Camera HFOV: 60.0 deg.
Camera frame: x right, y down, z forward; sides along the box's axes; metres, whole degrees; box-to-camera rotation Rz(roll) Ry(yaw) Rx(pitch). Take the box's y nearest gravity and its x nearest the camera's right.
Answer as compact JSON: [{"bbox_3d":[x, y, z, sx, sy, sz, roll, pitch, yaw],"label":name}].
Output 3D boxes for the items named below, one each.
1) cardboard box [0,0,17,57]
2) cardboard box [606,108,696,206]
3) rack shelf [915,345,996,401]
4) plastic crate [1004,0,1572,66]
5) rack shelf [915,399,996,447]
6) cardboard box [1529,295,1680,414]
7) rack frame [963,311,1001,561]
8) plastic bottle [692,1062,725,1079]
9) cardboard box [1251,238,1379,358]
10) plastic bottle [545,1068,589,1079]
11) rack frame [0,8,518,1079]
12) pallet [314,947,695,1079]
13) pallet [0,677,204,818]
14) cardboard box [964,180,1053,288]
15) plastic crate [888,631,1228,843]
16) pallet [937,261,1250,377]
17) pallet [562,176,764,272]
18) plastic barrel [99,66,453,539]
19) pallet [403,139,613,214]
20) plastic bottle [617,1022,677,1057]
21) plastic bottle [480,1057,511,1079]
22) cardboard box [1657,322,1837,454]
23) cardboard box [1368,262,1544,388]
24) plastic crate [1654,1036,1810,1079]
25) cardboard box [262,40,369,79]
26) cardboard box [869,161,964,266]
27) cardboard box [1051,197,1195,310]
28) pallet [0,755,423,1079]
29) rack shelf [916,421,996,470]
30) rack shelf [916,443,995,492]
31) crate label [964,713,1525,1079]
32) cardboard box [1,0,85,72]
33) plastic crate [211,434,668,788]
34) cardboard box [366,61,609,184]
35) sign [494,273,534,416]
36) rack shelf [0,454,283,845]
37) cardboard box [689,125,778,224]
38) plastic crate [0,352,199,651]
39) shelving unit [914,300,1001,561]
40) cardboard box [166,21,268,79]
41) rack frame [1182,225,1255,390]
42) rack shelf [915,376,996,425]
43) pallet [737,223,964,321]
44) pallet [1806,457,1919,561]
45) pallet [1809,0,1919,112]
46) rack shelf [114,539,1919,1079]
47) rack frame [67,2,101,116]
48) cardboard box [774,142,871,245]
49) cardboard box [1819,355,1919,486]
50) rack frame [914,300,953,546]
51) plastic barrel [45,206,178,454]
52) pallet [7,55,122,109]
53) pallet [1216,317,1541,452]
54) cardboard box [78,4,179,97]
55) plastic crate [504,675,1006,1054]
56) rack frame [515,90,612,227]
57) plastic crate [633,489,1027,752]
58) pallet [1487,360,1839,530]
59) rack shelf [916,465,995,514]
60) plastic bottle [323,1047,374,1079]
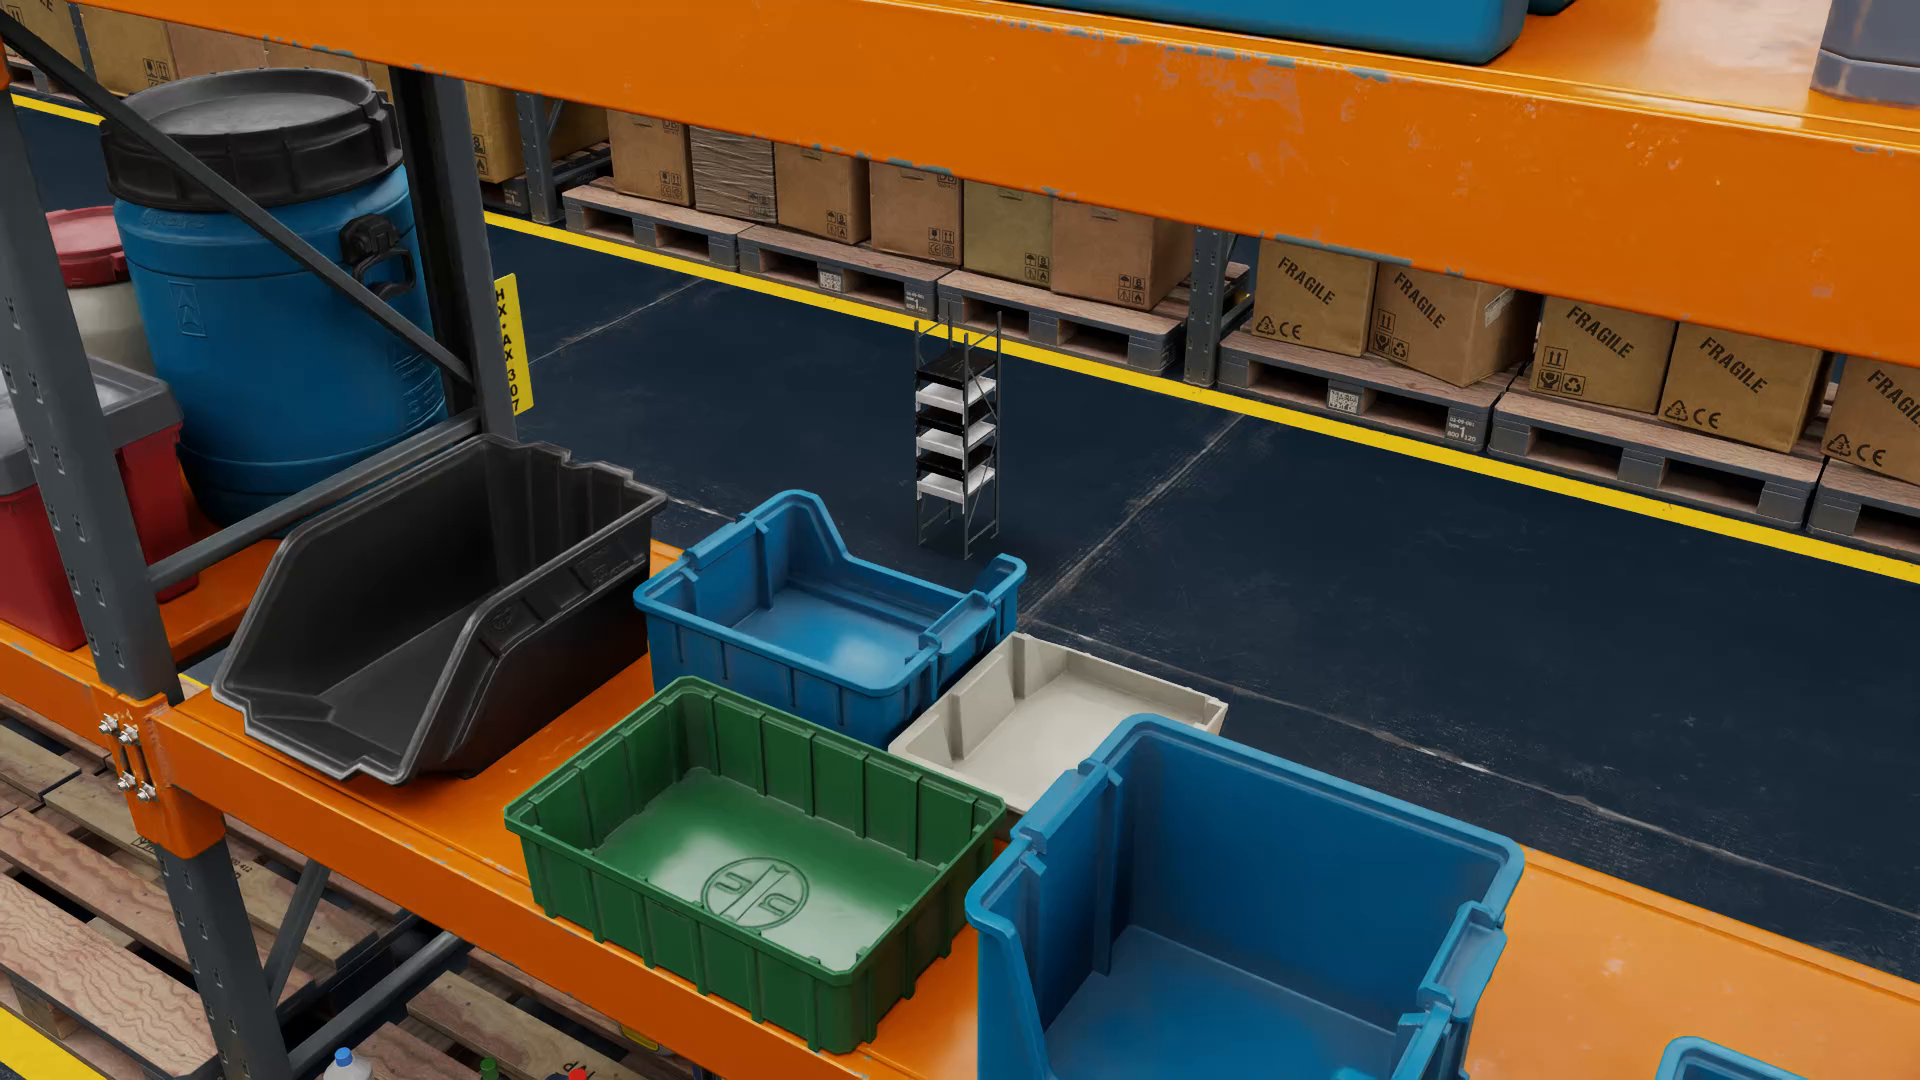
[{"bbox_3d":[-6.740,-4.052,11.911,0.875,0.875,0.875,18,35,27],"label":"cardboard box"},{"bbox_3d":[-1.495,-2.204,9.095,0.500,0.500,0.700,16,34,25],"label":"cardboard box"},{"bbox_3d":[-0.007,-0.595,5.908,0.200,0.077,0.258,18,35,27],"label":"rack shelf"},{"bbox_3d":[0.294,-0.679,1.476,0.575,0.384,0.392,18,35,27],"label":"plastic crate"},{"bbox_3d":[-0.007,-0.440,5.998,0.200,0.077,0.258,18,35,27],"label":"rack shelf"},{"bbox_3d":[2.689,-0.888,6.859,0.500,0.500,0.500,14,33,23],"label":"cardboard box"},{"bbox_3d":[0.079,-0.364,5.980,0.006,0.900,0.240,18,35,27],"label":"rack frame"},{"bbox_3d":[-0.515,1.078,3.692,0.135,0.276,0.152,18,35,27],"label":"plastic bottle"},{"bbox_3d":[1.632,-1.171,7.344,0.500,0.500,0.500,16,34,26],"label":"cardboard box"},{"bbox_3d":[-0.779,1.207,3.397,0.185,0.351,0.144,18,35,27],"label":"plastic bottle"},{"bbox_3d":[-1.318,-0.079,3.409,0.127,3.000,1.000,18,35,27],"label":"rack frame"},{"bbox_3d":[-0.772,1.323,3.773,1.213,0.211,1.003,18,35,27],"label":"pallet"},{"bbox_3d":[-3.042,0.605,5.003,1.213,0.211,1.003,18,35,27],"label":"pallet"},{"bbox_3d":[0.412,-1.613,8.082,0.500,0.500,0.700,17,34,27],"label":"cardboard box"},{"bbox_3d":[0.192,0.362,2.915,0.437,0.136,0.530,18,35,27],"label":"plastic crate"},{"bbox_3d":[0.655,-1.197,8.092,1.213,0.211,1.003,18,35,27],"label":"pallet"},{"bbox_3d":[-1.412,-1.850,9.212,1.213,0.211,1.003,18,35,27],"label":"pallet"},{"bbox_3d":[-1.484,-0.528,3.682,0.708,0.901,0.600,18,35,27],"label":"plastic barrel"},{"bbox_3d":[-2.701,-2.304,9.989,1.213,0.211,1.003,18,35,27],"label":"pallet"},{"bbox_3d":[-0.696,0.986,3.775,0.185,0.351,0.144,18,35,27],"label":"plastic bottle"},{"bbox_3d":[-0.937,1.206,3.465,0.133,0.283,0.061,18,35,27],"label":"plastic bottle"},{"bbox_3d":[3.138,-0.719,6.570,0.500,0.500,0.500,21,36,32],"label":"cardboard box"},{"bbox_3d":[2.122,-1.020,7.086,0.500,0.500,0.500,-23,37,-33],"label":"cardboard box"},{"bbox_3d":[0.940,0.874,1.923,0.408,0.251,0.499,18,35,27],"label":"plastic crate"},{"bbox_3d":[-3.397,-2.964,10.046,0.875,0.875,1.225,18,35,27],"label":"cardboard box"},{"bbox_3d":[-0.062,-1.763,8.339,0.500,0.500,0.700,14,33,23],"label":"cardboard box"},{"bbox_3d":[0.806,-1.477,7.849,0.500,0.500,0.700,15,33,24],"label":"cardboard box"},{"bbox_3d":[-2.004,0.931,4.444,1.213,0.211,1.003,18,35,27],"label":"pallet"},{"bbox_3d":[-0.007,-0.362,6.044,0.200,0.077,0.258,18,35,27],"label":"rack shelf"},{"bbox_3d":[-0.007,-0.284,6.089,0.200,0.077,0.258,18,35,27],"label":"rack shelf"},{"bbox_3d":[0.367,0.599,2.211,0.616,0.435,0.502,18,35,27],"label":"crate label"},{"bbox_3d":[-5.977,-3.811,11.497,0.875,0.875,0.875,18,35,27],"label":"cardboard box"},{"bbox_3d":[-0.942,0.142,3.091,0.504,0.338,0.767,18,35,27],"label":"plastic crate"},{"bbox_3d":[-2.646,-2.722,9.631,0.875,0.875,1.225,16,34,25],"label":"cardboard box"},{"bbox_3d":[-1.016,-0.431,3.737,0.005,0.325,0.100,18,35,27],"label":"sign"},{"bbox_3d":[-3.012,-0.304,4.509,4.000,0.370,1.077,18,35,27],"label":"rack shelf"},{"bbox_3d":[-1.018,-2.061,8.850,0.500,0.500,0.700,15,33,23],"label":"cardboard box"},{"bbox_3d":[-1.891,-0.106,3.391,0.583,0.464,0.402,18,35,27],"label":"plastic crate"},{"bbox_3d":[-0.007,-0.391,6.027,0.210,0.900,0.258,18,35,27],"label":"shelving unit"},{"bbox_3d":[-4.151,-3.198,10.447,0.875,0.875,1.225,16,34,26],"label":"cardboard box"},{"bbox_3d":[1.315,-2.193,7.032,0.127,3.000,1.000,18,35,27],"label":"rack frame"},{"bbox_3d":[-0.007,-0.518,5.953,0.200,0.077,0.258,18,35,27],"label":"rack shelf"},{"bbox_3d":[-0.383,-1.523,8.651,1.213,0.211,1.003,18,35,27],"label":"pallet"},{"bbox_3d":[3.969,-0.170,6.332,1.213,0.211,1.003,18,35,27],"label":"pallet"},{"bbox_3d":[1.421,-0.485,1.315,1.213,0.211,1.003,18,35,27],"label":"pallet"},{"bbox_3d":[0.376,0.767,2.672,4.000,0.370,1.077,18,35,27],"label":"rack shelf"},{"bbox_3d":[-5.461,-4.336,10.706,0.127,3.000,1.000,18,35,27],"label":"rack frame"},{"bbox_3d":[-0.534,-1.912,8.595,0.500,0.500,0.700,21,36,31],"label":"cardboard box"},{"bbox_3d":[3.658,-0.543,6.268,0.500,0.500,0.500,-25,38,-36],"label":"cardboard box"},{"bbox_3d":[-0.093,-0.418,6.074,0.006,0.900,0.240,18,35,27],"label":"rack frame"},{"bbox_3d":[-2.012,-0.488,3.975,0.433,0.535,0.433,0,30,0],"label":"plastic barrel"},{"bbox_3d":[-6.063,-3.369,11.815,1.213,0.211,1.003,18,35,27],"label":"pallet"},{"bbox_3d":[1.902,-0.824,7.453,1.213,0.211,1.003,18,35,27],"label":"pallet"},{"bbox_3d":[-4.908,-3.437,10.856,0.875,0.875,1.225,18,35,27],"label":"cardboard box"},{"bbox_3d":[-0.319,0.496,2.633,0.662,0.188,0.450,18,35,27],"label":"plastic crate"},{"bbox_3d":[-2.073,-3.265,8.869,0.127,3.000,1.000,18,35,27],"label":"rack frame"},{"bbox_3d":[-0.237,0.166,3.137,0.616,0.251,0.499,18,35,27],"label":"plastic crate"},{"bbox_3d":[2.940,-0.497,6.893,1.213,0.211,1.003,18,35,27],"label":"pallet"},{"bbox_3d":[-0.007,-0.207,6.134,0.200,0.077,0.258,18,35,27],"label":"rack shelf"},{"bbox_3d":[-1.281,1.182,3.519,0.097,0.271,0.097,0,30,0],"label":"plastic bottle"}]
